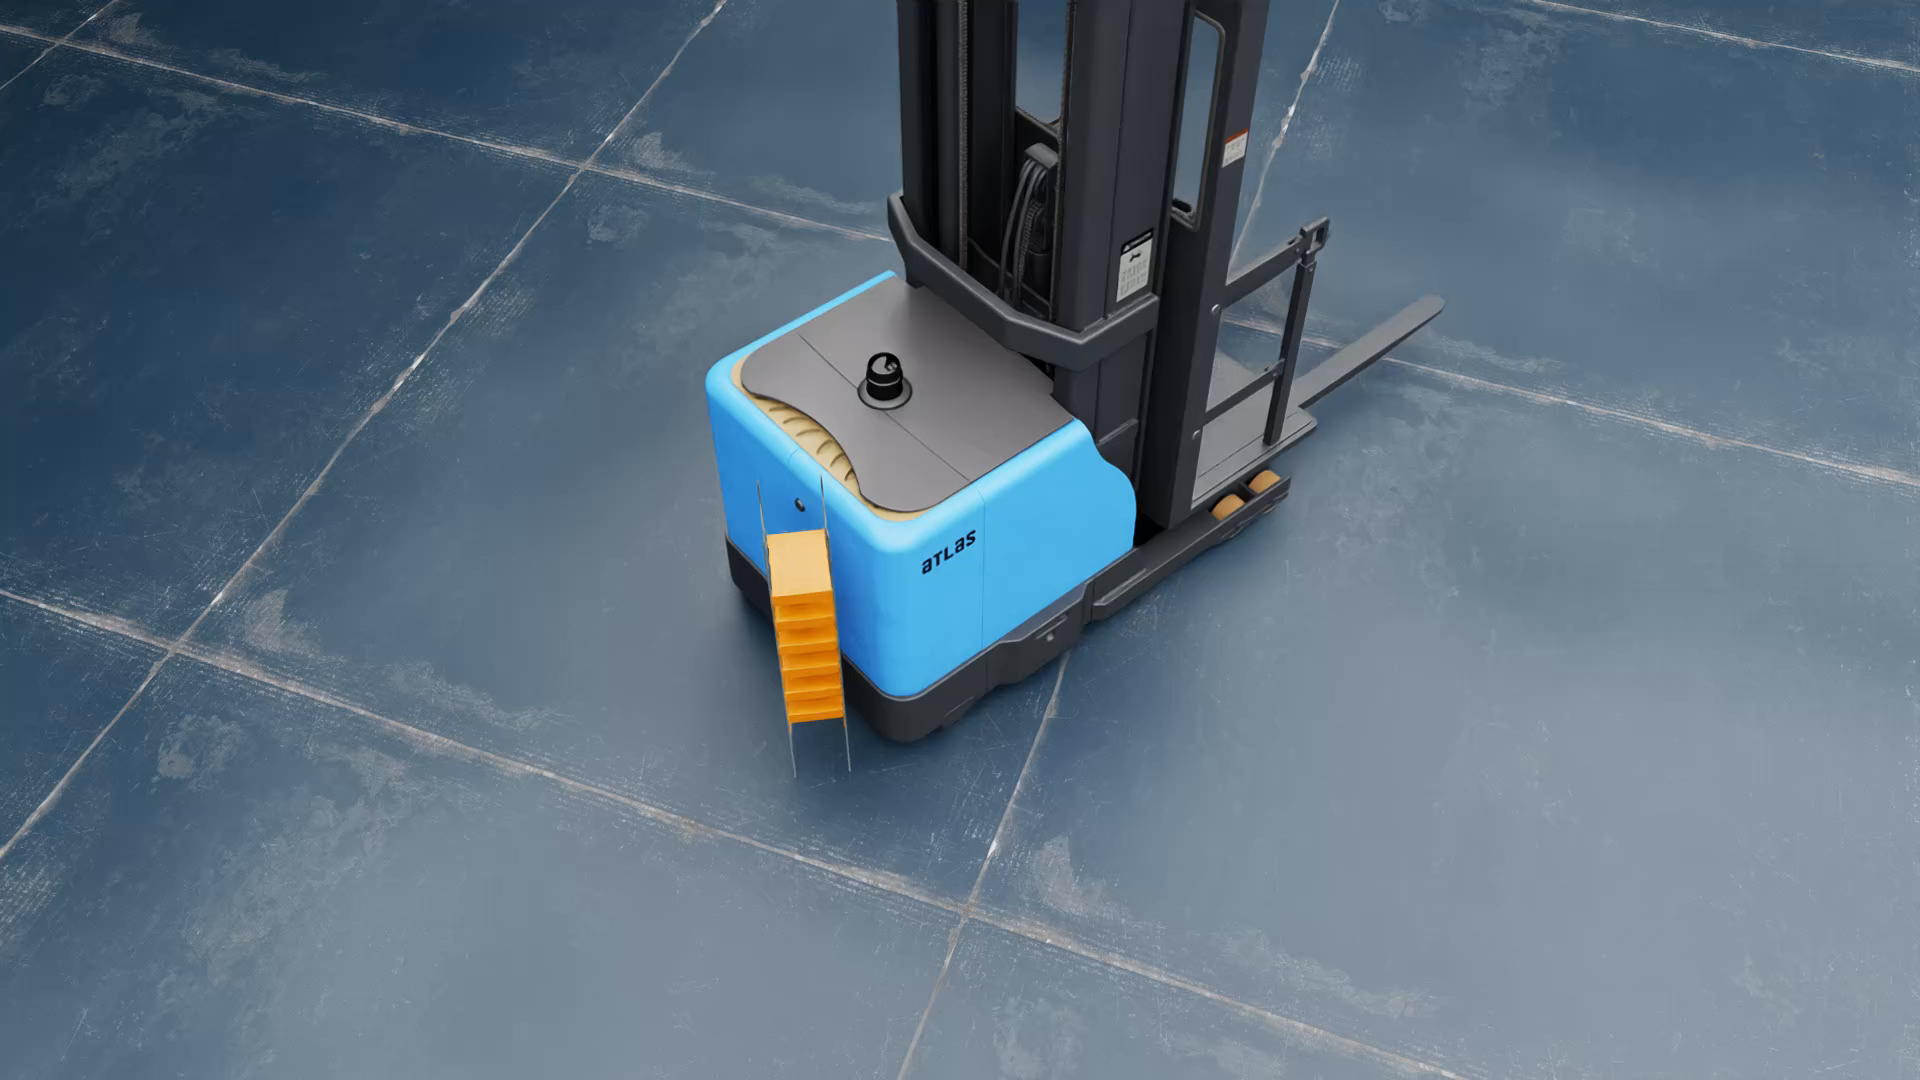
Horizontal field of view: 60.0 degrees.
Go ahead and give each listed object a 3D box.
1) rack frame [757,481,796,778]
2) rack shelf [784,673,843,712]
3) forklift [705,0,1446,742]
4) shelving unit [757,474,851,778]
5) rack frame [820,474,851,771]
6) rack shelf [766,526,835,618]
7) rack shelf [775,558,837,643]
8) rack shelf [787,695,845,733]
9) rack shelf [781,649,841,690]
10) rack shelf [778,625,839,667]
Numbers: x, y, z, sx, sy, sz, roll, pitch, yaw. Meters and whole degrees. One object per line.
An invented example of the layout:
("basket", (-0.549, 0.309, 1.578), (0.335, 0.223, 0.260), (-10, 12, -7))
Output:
("rack frame", (-0.568, 0.312, 5.186), (0.006, 1.200, 0.240), (-6, 49, -5))
("rack shelf", (-0.478, 0.409, 5.319), (0.180, 0.103, 0.258), (-6, 49, -5))
("forklift", (0.619, -1.243, 5.388), (3.031, 2.935, 1.130), (-33, 56, -25))
("shelving unit", (-0.478, 0.302, 5.195), (0.189, 1.200, 0.258), (-6, 49, -5))
("rack frame", (-0.387, 0.292, 5.203), (0.006, 1.200, 0.240), (-6, 49, -5))
("rack shelf", (-0.478, 0.095, 4.956), (0.180, 0.103, 0.258), (-6, 49, -5))
("rack shelf", (-0.478, 0.173, 5.047), (0.180, 0.103, 0.258), (-6, 49, -5))
("rack shelf", (-0.478, 0.488, 5.410), (0.180, 0.103, 0.258), (-6, 49, -5))
("rack shelf", (-0.478, 0.331, 5.228), (0.180, 0.103, 0.258), (-6, 49, -5))
("rack shelf", (-0.478, 0.252, 5.138), (0.180, 0.103, 0.258), (-6, 49, -5))
